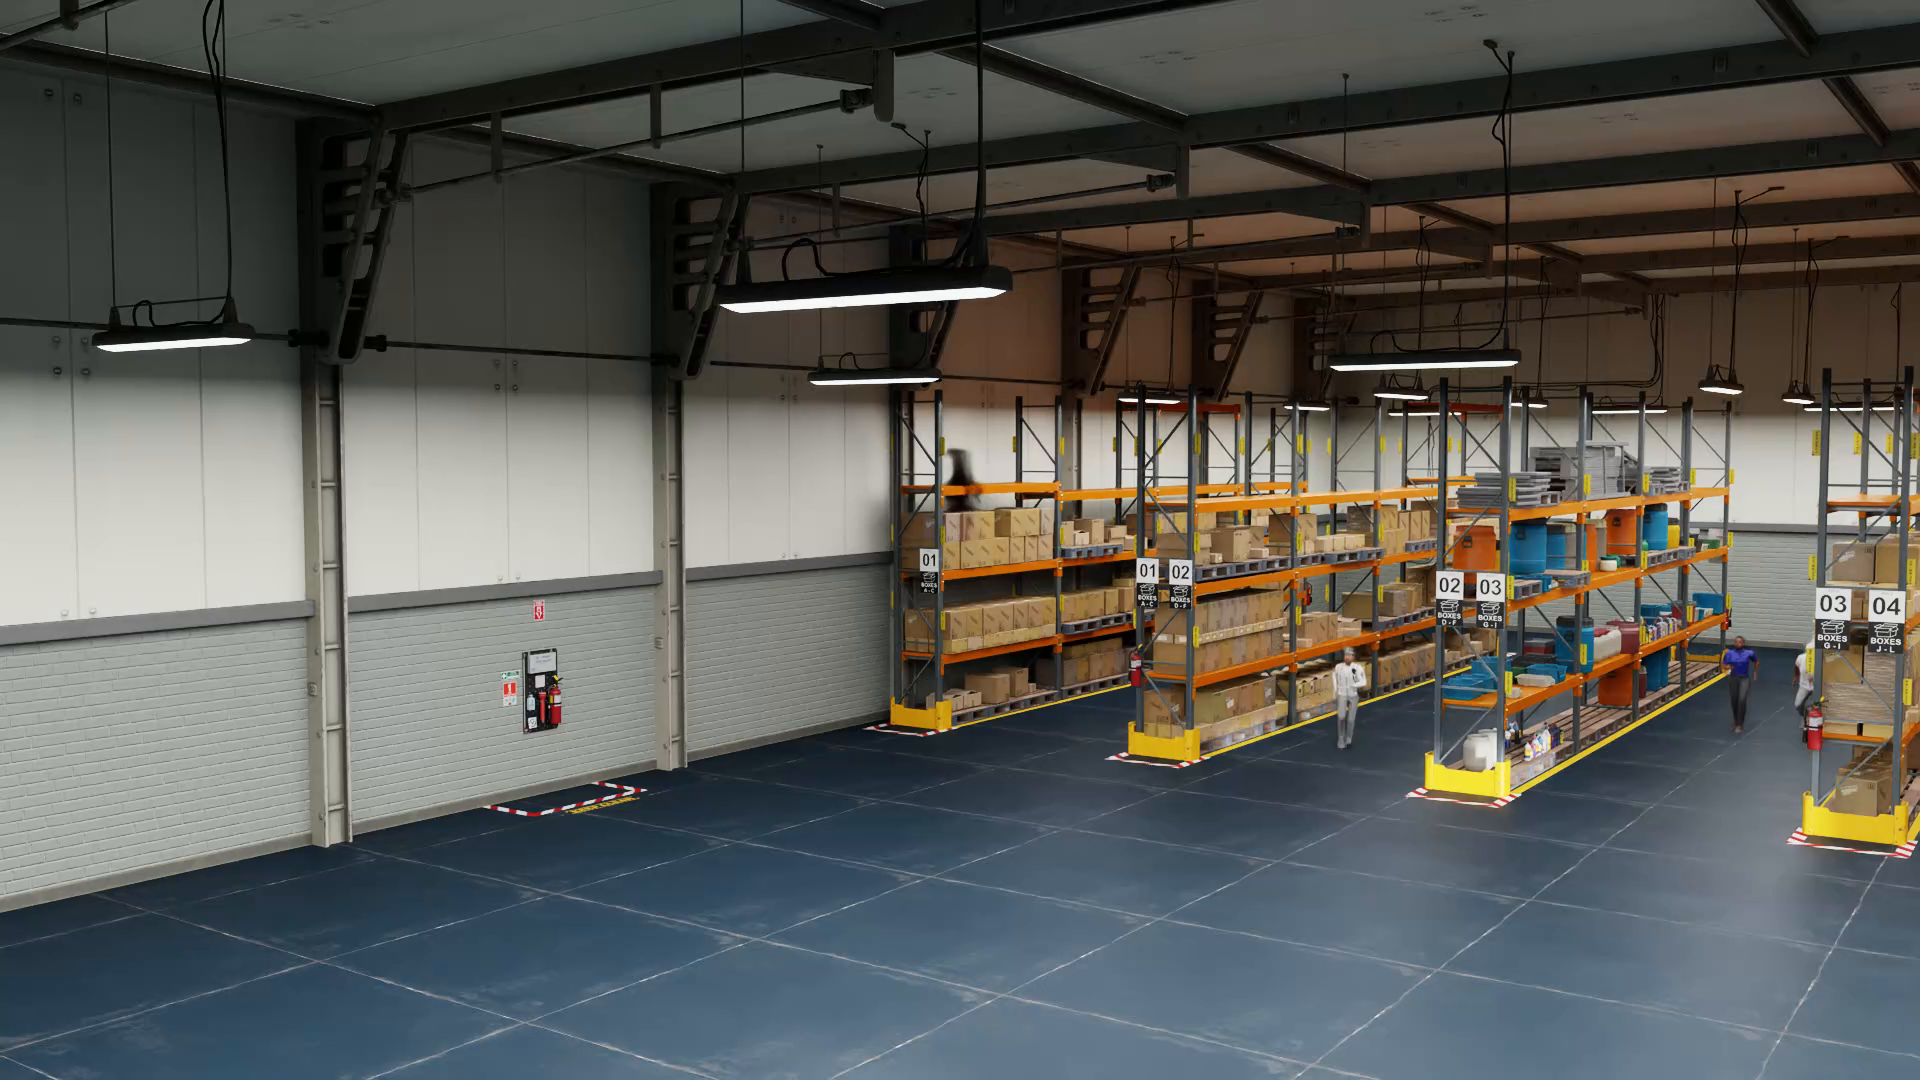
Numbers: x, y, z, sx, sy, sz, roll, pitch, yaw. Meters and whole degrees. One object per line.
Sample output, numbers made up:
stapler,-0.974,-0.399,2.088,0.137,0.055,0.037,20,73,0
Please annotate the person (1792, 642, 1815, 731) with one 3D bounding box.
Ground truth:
person,14.727,2.555,28.786,0.721,1.616,0.946,3,4,42

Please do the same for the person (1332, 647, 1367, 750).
person,6.437,2.613,27.518,0.563,1.709,0.675,1,3,15

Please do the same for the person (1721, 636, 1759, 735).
person,13.688,2.523,29.204,0.564,1.705,0.861,2,4,33
